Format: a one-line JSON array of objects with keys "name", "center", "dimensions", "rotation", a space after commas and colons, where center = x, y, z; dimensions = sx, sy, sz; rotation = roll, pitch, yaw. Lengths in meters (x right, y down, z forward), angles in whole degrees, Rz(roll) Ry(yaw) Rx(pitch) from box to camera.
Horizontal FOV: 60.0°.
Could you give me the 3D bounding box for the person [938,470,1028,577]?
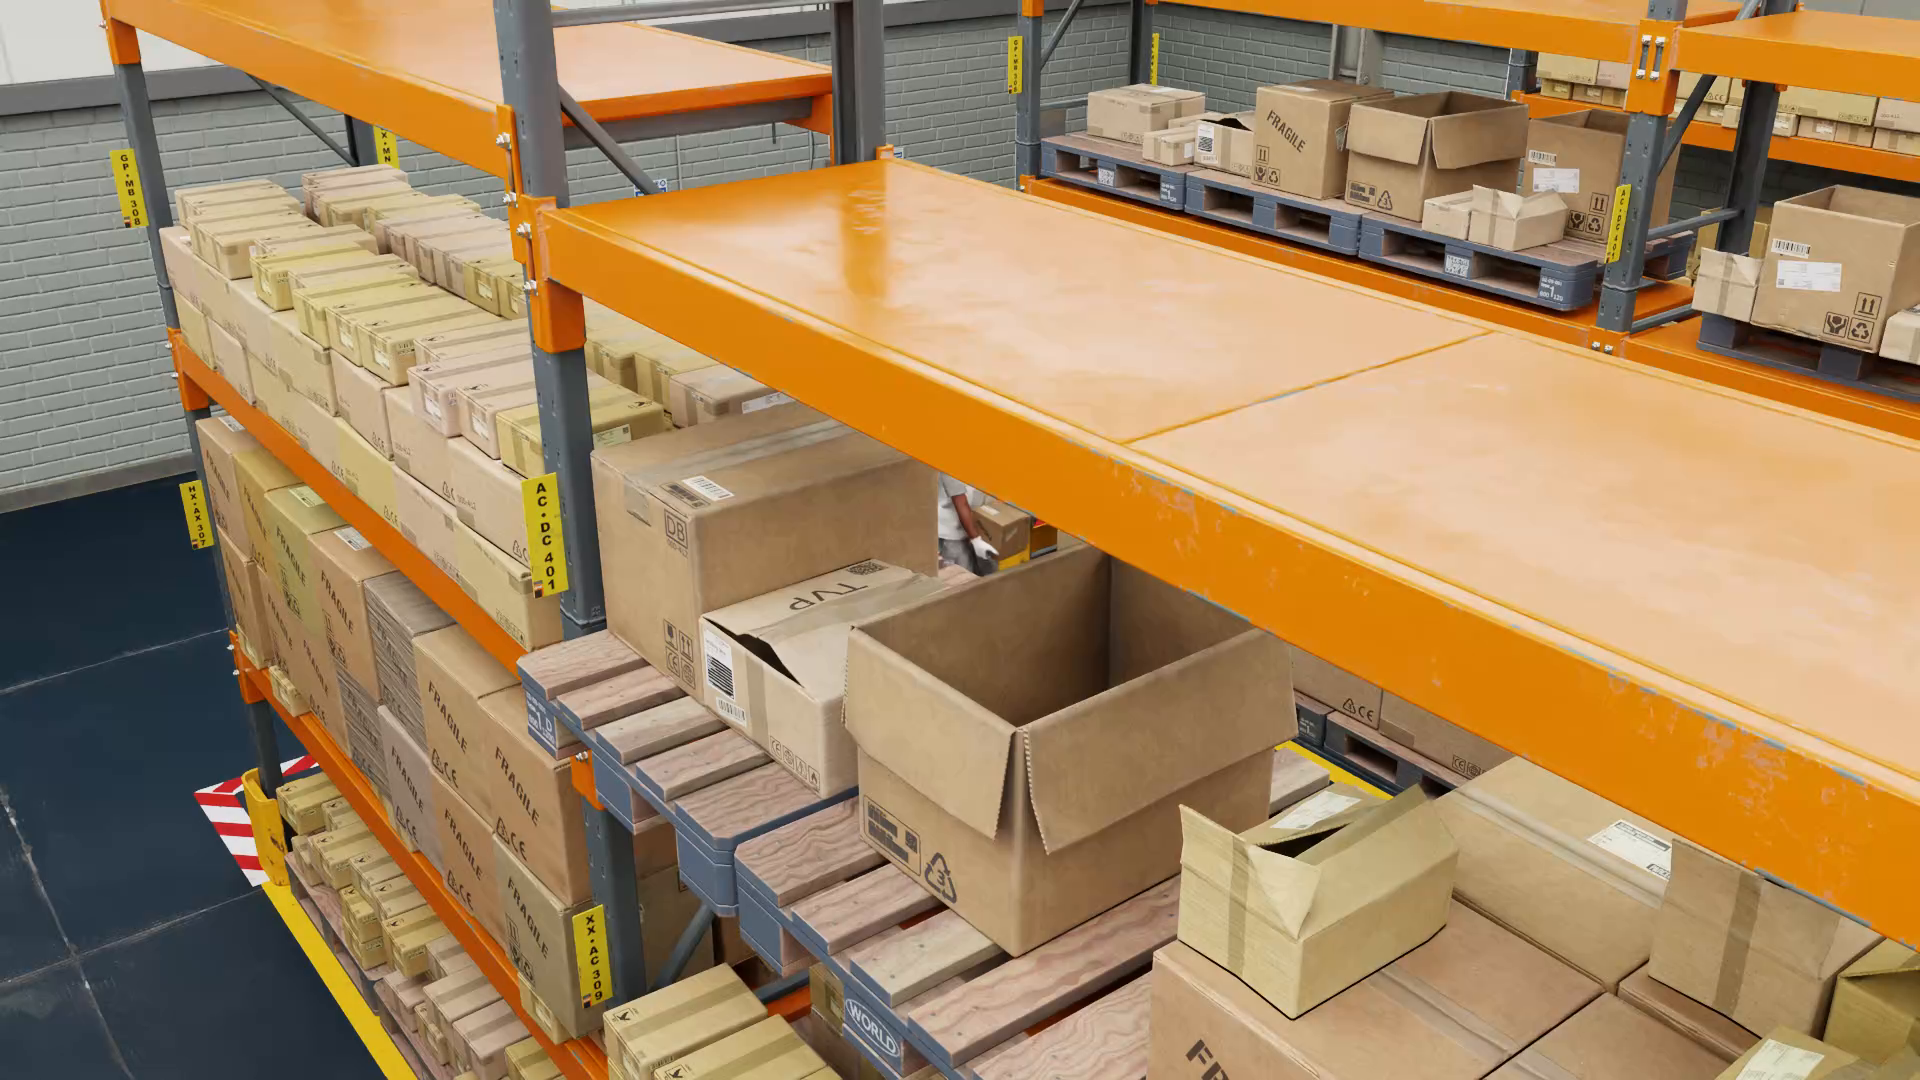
[{"name": "person", "center": [0.117, -0.026, 9.973], "dimensions": [0.488, 1.779, 0.578], "rotation": [-22, 32, -39]}]
